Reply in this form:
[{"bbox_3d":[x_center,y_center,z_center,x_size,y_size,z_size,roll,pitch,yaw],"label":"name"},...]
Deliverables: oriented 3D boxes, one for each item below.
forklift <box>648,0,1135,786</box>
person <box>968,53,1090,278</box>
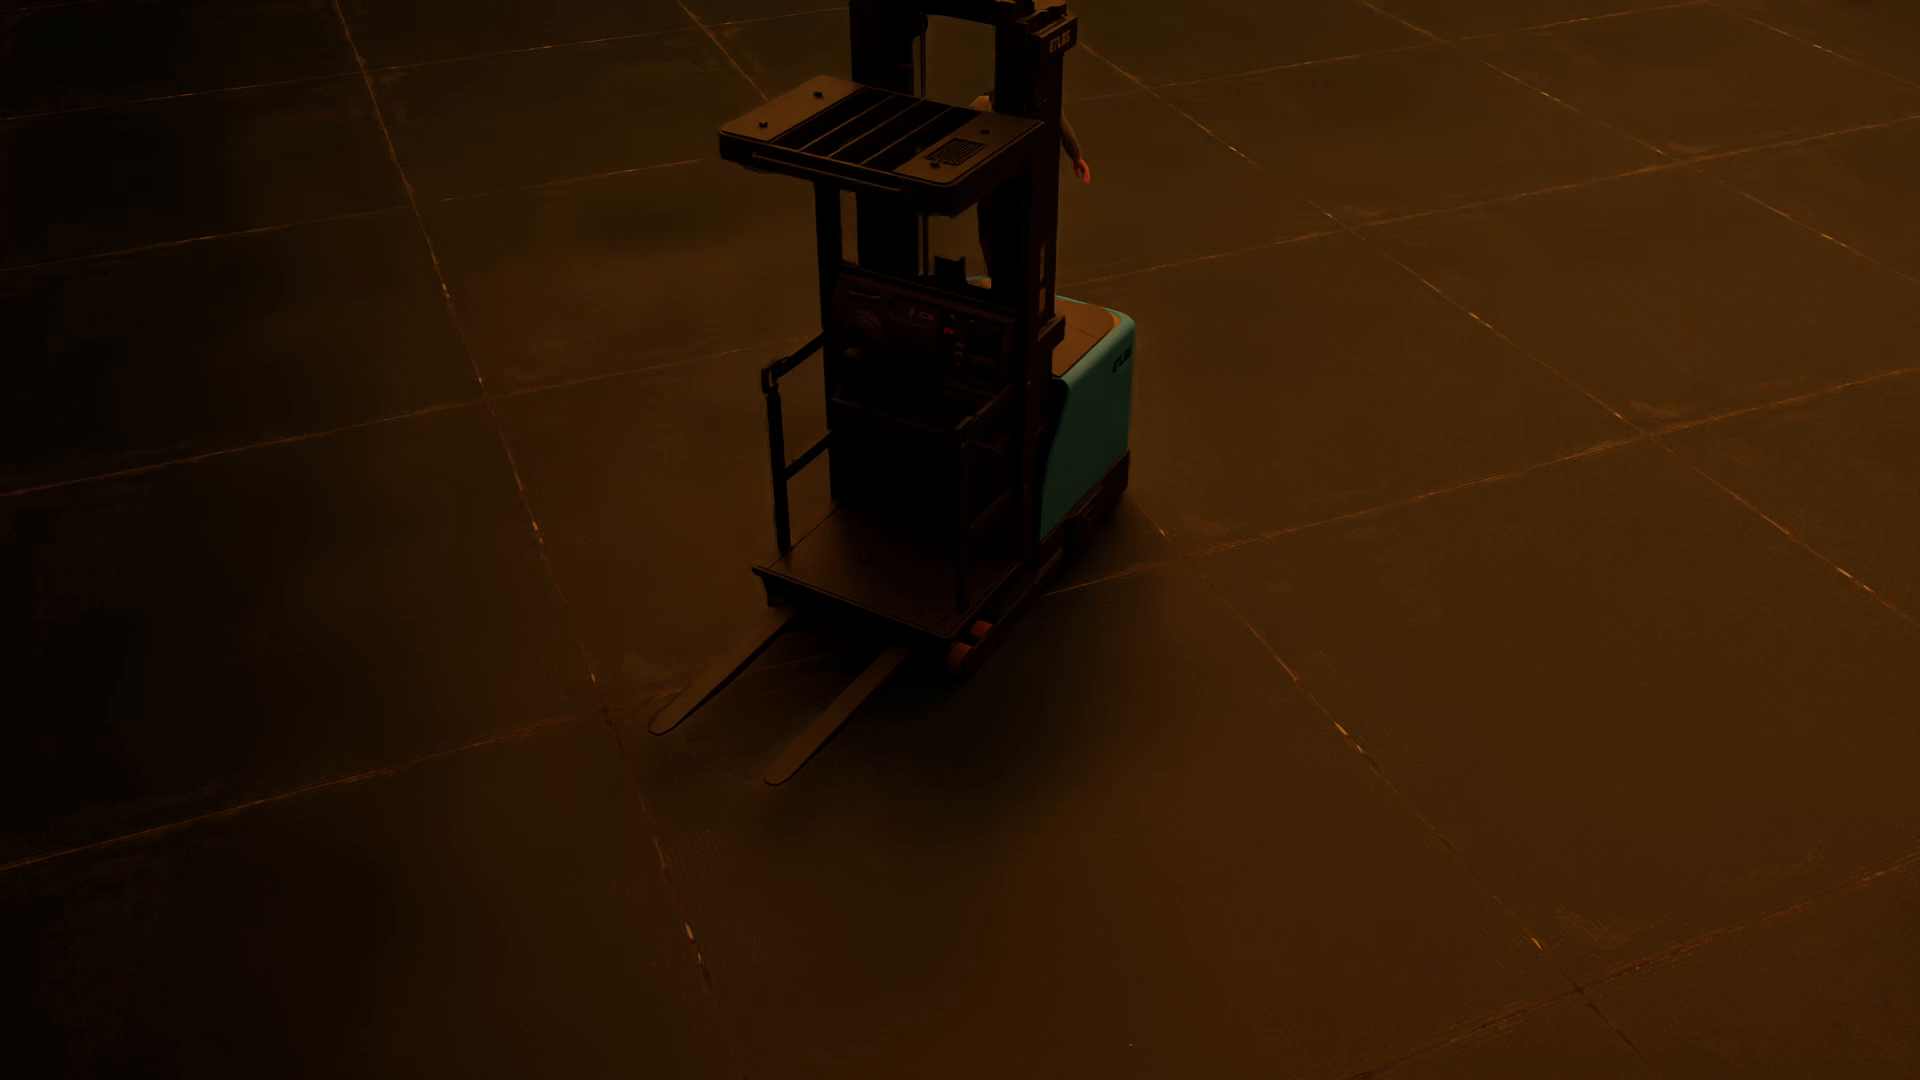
[{"bbox_3d":[-0.281,-0.857,7.304,1.130,2.935,3.031,19,39,24],"label":"forklift"},{"bbox_3d":[0.300,-2.295,10.420,0.974,1.715,0.700,-13,37,-17],"label":"person"}]
